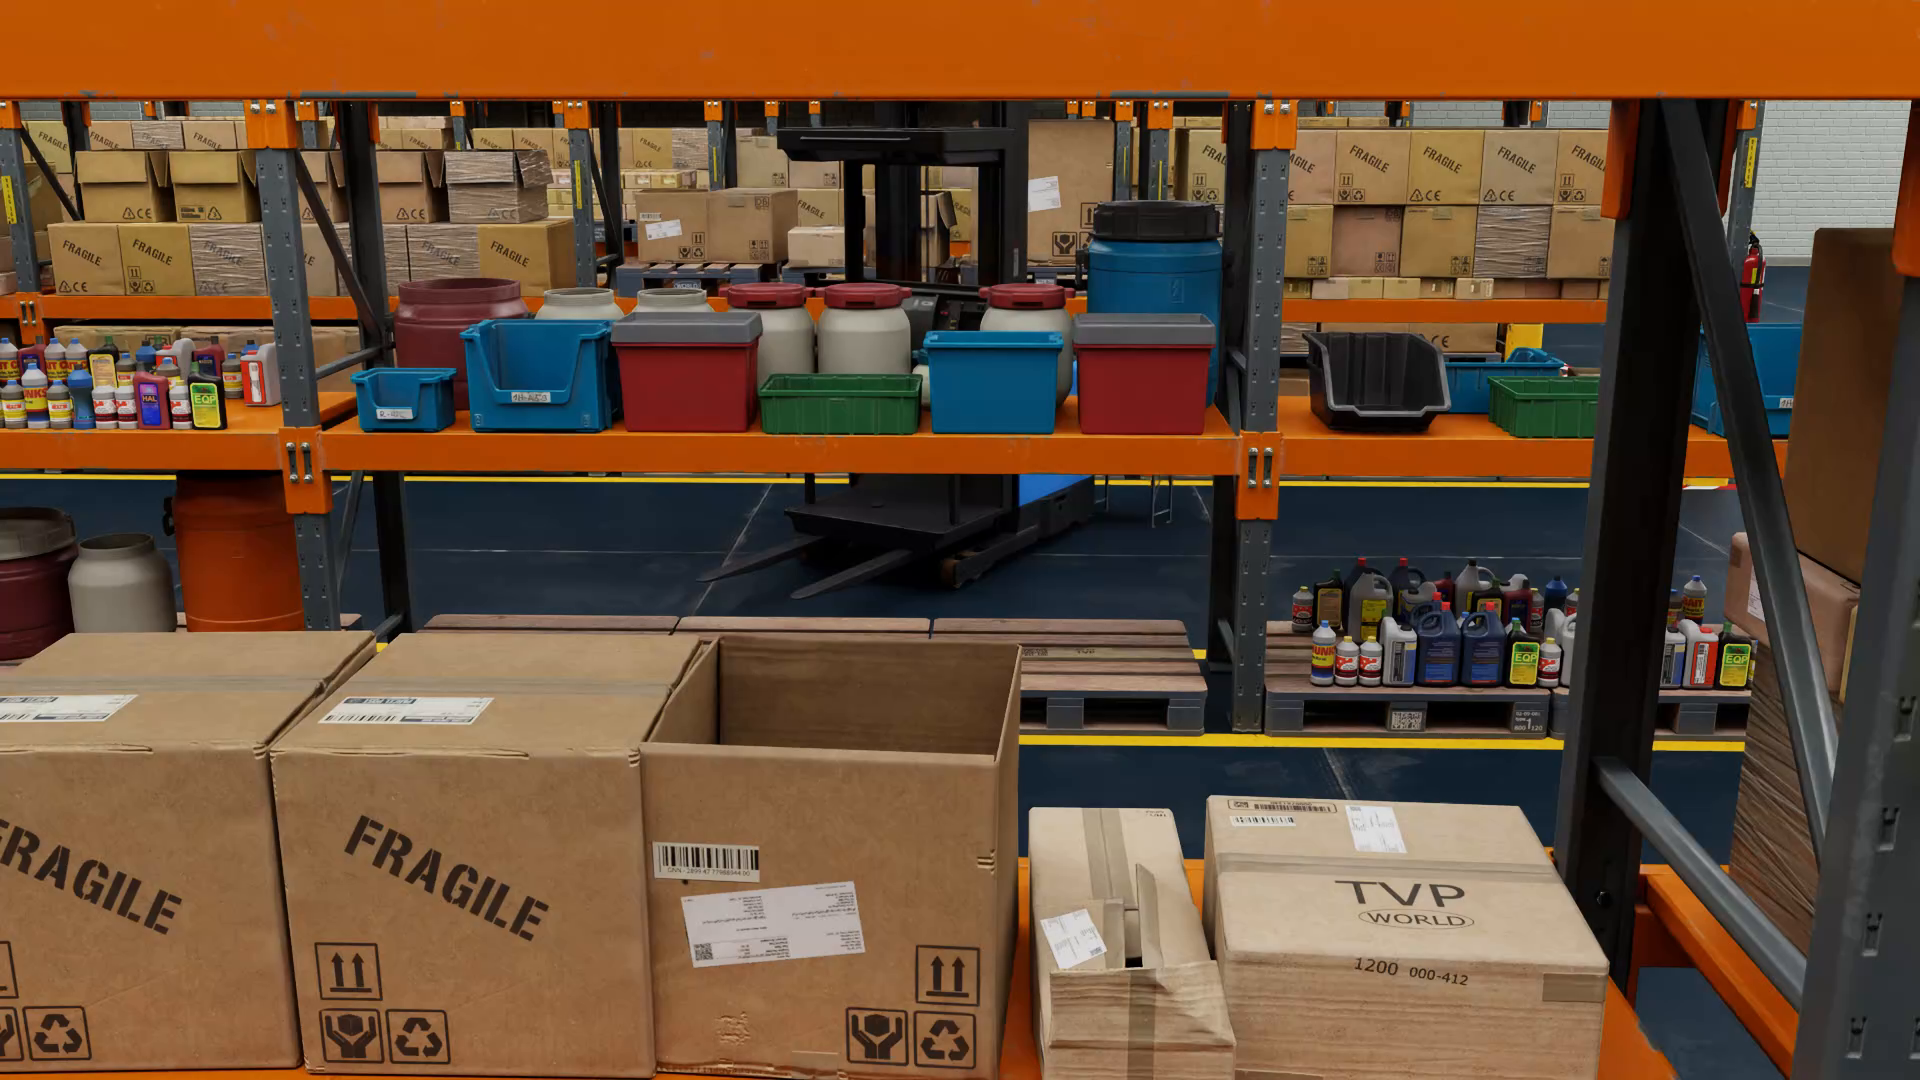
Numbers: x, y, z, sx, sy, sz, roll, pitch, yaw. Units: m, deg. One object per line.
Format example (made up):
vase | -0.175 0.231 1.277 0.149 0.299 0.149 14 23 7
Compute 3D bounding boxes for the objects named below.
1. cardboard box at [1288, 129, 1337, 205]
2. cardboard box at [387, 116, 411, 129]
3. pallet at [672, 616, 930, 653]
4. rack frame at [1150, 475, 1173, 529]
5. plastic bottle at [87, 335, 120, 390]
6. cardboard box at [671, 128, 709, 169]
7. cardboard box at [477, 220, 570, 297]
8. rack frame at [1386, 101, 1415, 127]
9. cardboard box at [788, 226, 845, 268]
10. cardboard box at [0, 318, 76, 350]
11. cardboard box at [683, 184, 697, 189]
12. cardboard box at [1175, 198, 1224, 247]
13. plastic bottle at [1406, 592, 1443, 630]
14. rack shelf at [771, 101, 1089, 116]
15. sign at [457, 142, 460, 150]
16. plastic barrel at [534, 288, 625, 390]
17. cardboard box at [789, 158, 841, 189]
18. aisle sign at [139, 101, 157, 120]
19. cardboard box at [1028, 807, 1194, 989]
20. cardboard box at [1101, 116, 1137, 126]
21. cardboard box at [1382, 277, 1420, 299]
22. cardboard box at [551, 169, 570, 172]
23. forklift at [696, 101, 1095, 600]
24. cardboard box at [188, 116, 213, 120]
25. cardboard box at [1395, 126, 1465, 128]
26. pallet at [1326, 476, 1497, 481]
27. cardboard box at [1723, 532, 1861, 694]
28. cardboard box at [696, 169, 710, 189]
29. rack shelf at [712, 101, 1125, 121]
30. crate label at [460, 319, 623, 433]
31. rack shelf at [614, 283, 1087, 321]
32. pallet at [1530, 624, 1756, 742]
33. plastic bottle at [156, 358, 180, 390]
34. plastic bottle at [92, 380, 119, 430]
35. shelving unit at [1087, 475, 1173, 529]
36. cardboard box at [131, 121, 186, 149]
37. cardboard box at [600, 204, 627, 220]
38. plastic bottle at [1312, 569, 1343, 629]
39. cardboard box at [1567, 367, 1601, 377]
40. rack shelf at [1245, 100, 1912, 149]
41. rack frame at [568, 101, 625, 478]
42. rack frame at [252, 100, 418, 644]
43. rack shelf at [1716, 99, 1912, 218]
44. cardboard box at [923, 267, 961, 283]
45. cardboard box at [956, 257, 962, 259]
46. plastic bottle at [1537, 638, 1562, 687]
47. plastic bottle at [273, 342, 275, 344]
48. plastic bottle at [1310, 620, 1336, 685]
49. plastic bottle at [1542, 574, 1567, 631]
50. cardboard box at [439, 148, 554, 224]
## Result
cardboard box | 2.321 -2.610 11.613 0.500 0.500 0.500 0 15 1
cardboard box | -7.193 -5.384 21.439 0.250 0.149 0.380 0 15 1
pallet | -0.758 0.604 7.636 1.213 0.211 1.003 0 15 1
rack frame | 1.295 -0.678 10.551 0.015 1.200 0.240 11 18 36
plastic bottle | -3.998 -0.814 7.772 0.133 0.283 0.061 0 15 1
cardboard box | -3.405 -5.028 21.361 0.500 0.500 0.500 1 15 2
cardboard box | -3.121 -2.019 11.917 0.500 0.500 0.500 1 15 3
rack frame | 5.629 -4.506 21.539 0.127 3.000 1.000 0 15 1
cardboard box | -0.952 -2.092 11.859 0.500 0.250 0.500 0 15 0
cardboard box | -7.278 -1.257 12.567 0.875 0.875 0.875 0 15 1
cardboard box | -2.871 -3.575 17.096 0.250 0.149 0.380 1 15 4
cardboard box | 1.826 -2.178 11.937 0.500 0.500 0.875 0 15 1
plastic bottle | 2.051 0.401 7.271 0.185 0.351 0.144 0 15 1
rack shelf | -0.369 -5.648 21.396 4.000 0.370 1.077 0 15 1
sign | -6.380 -4.899 21.178 0.005 0.325 0.100 0 15 1
plastic barrel | -1.714 -0.870 7.537 0.421 0.512 0.421 0 15 0
cardboard box | -1.439 -3.818 16.777 0.500 0.500 0.700 0 15 1
aisle sign | -10.445 -5.794 21.324 0.004 0.787 0.394 0 15 1
cardboard box | 0.240 0.585 2.735 0.250 0.149 0.380 0 15 1
cardboard box | 2.065 -5.149 21.239 0.500 0.500 0.700 0 15 1
cardboard box | 3.085 -1.799 11.770 0.250 0.149 0.380 0 15 1
cardboard box | -4.165 -3.725 17.081 0.250 0.149 0.380 1 15 3
forklift | -0.319 -1.281 9.449 1.130 2.935 3.031 9 17 30
cardboard box | -9.754 -5.399 21.497 0.250 0.149 0.380 1 15 3
cardboard box | 4.682 -3.830 16.566 0.550 0.550 0.875 0 15 1
pallet | 3.272 -0.654 12.404 1.213 0.211 1.003 0 15 1
cardboard box | 1.398 0.107 2.588 0.250 0.149 0.380 0 15 1
cardboard box | -3.372 -4.668 21.467 0.500 0.250 0.500 0 15 0
rack shelf | -0.394 -4.385 16.609 4.000 0.370 1.077 0 15 1
crate label | -1.761 -0.709 7.079 0.616 0.435 0.502 0 15 1
rack shelf | -0.622 -1.670 12.200 4.000 0.370 1.077 0 15 1
pallet | 3.144 0.629 7.542 1.213 0.211 1.003 0 15 1
plastic bottle | -3.619 -0.728 7.609 0.097 0.201 0.097 0 15 0
plastic bottle | -3.606 -0.573 7.021 0.097 0.201 0.097 0 15 0
shelving unit | 1.103 -0.716 10.696 0.503 1.200 0.258 11 18 36
cardboard box | -7.897 -3.940 16.654 0.500 0.500 0.500 1 15 3
cardboard box | -3.404 -3.266 16.509 0.250 0.149 0.380 1 15 2
plastic bottle | 1.740 0.278 7.868 0.133 0.283 0.061 1 15 4
cardboard box | 4.752 -0.981 12.257 0.500 0.500 0.500 3 15 12
rack shelf | 3.250 -1.831 6.931 4.000 0.370 1.077 0 15 1
rack frame | -2.621 -2.031 12.157 0.127 3.000 1.000 0 15 1
rack frame | -2.748 -0.768 7.370 0.127 3.000 1.000 0 15 1
rack shelf | 3.120 -0.568 2.143 4.000 0.370 1.077 0 15 1
cardboard box | 0.018 -2.373 17.040 0.750 0.750 1.050 0 15 1
cardboard box | -0.295 -4.865 26.730 0.625 0.625 0.875 0 15 -1
plastic bottle | 2.518 0.519 7.117 0.097 0.201 0.097 0 15 0
plastic bottle | -3.172 -0.793 7.709 0.135 0.276 0.152 0 15 1
plastic bottle | 1.558 0.479 7.131 0.097 0.271 0.097 0 15 0
plastic bottle | 2.800 0.295 7.826 0.097 0.271 0.097 0 15 0
cardboard box | -3.352 -2.573 12.050 0.637 0.503 0.797 1 15 3
